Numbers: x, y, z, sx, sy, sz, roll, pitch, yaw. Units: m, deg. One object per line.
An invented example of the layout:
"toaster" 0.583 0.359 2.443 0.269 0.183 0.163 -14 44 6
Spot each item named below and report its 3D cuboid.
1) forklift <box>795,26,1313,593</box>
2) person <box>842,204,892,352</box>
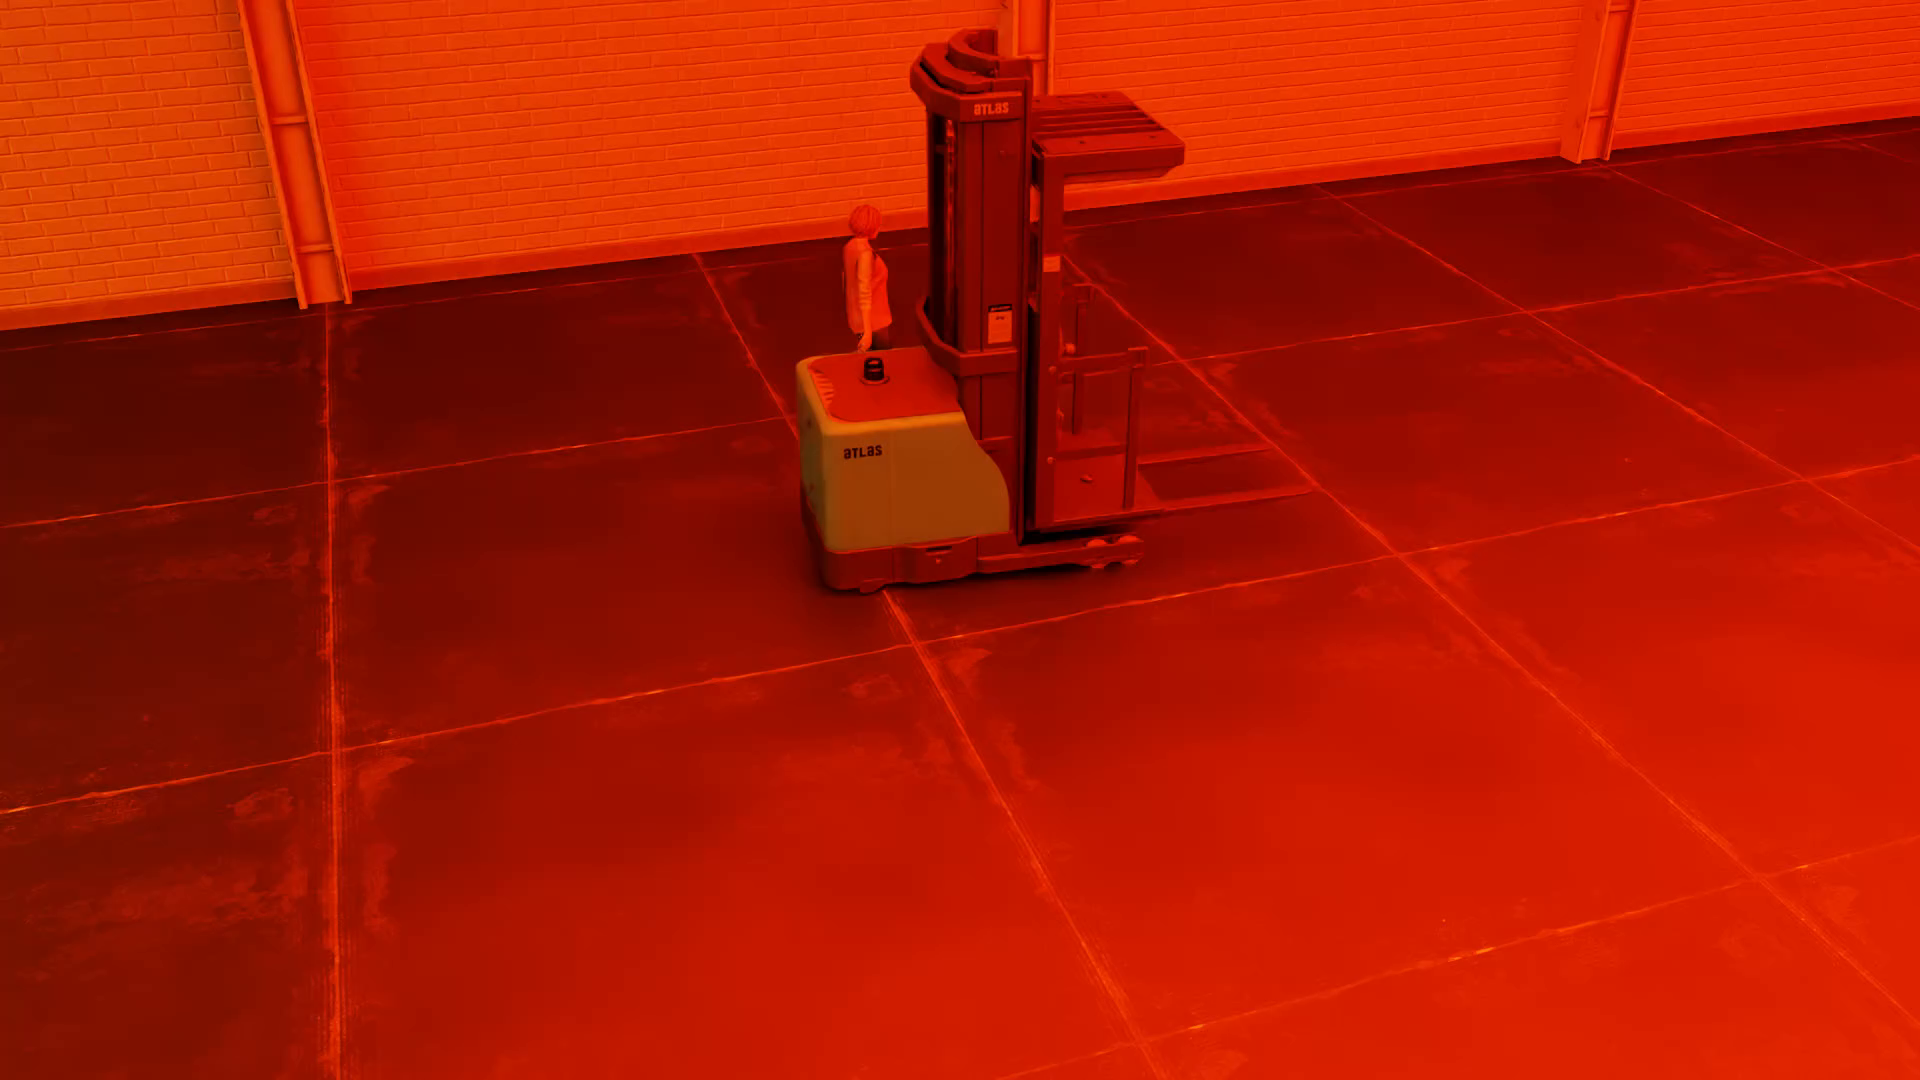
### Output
"forklift" 0.597 -1.353 9.439 3.031 2.935 1.130 -7 31 -12
"person" -0.673 -1.436 11.009 0.434 1.518 0.732 -8 31 -13
